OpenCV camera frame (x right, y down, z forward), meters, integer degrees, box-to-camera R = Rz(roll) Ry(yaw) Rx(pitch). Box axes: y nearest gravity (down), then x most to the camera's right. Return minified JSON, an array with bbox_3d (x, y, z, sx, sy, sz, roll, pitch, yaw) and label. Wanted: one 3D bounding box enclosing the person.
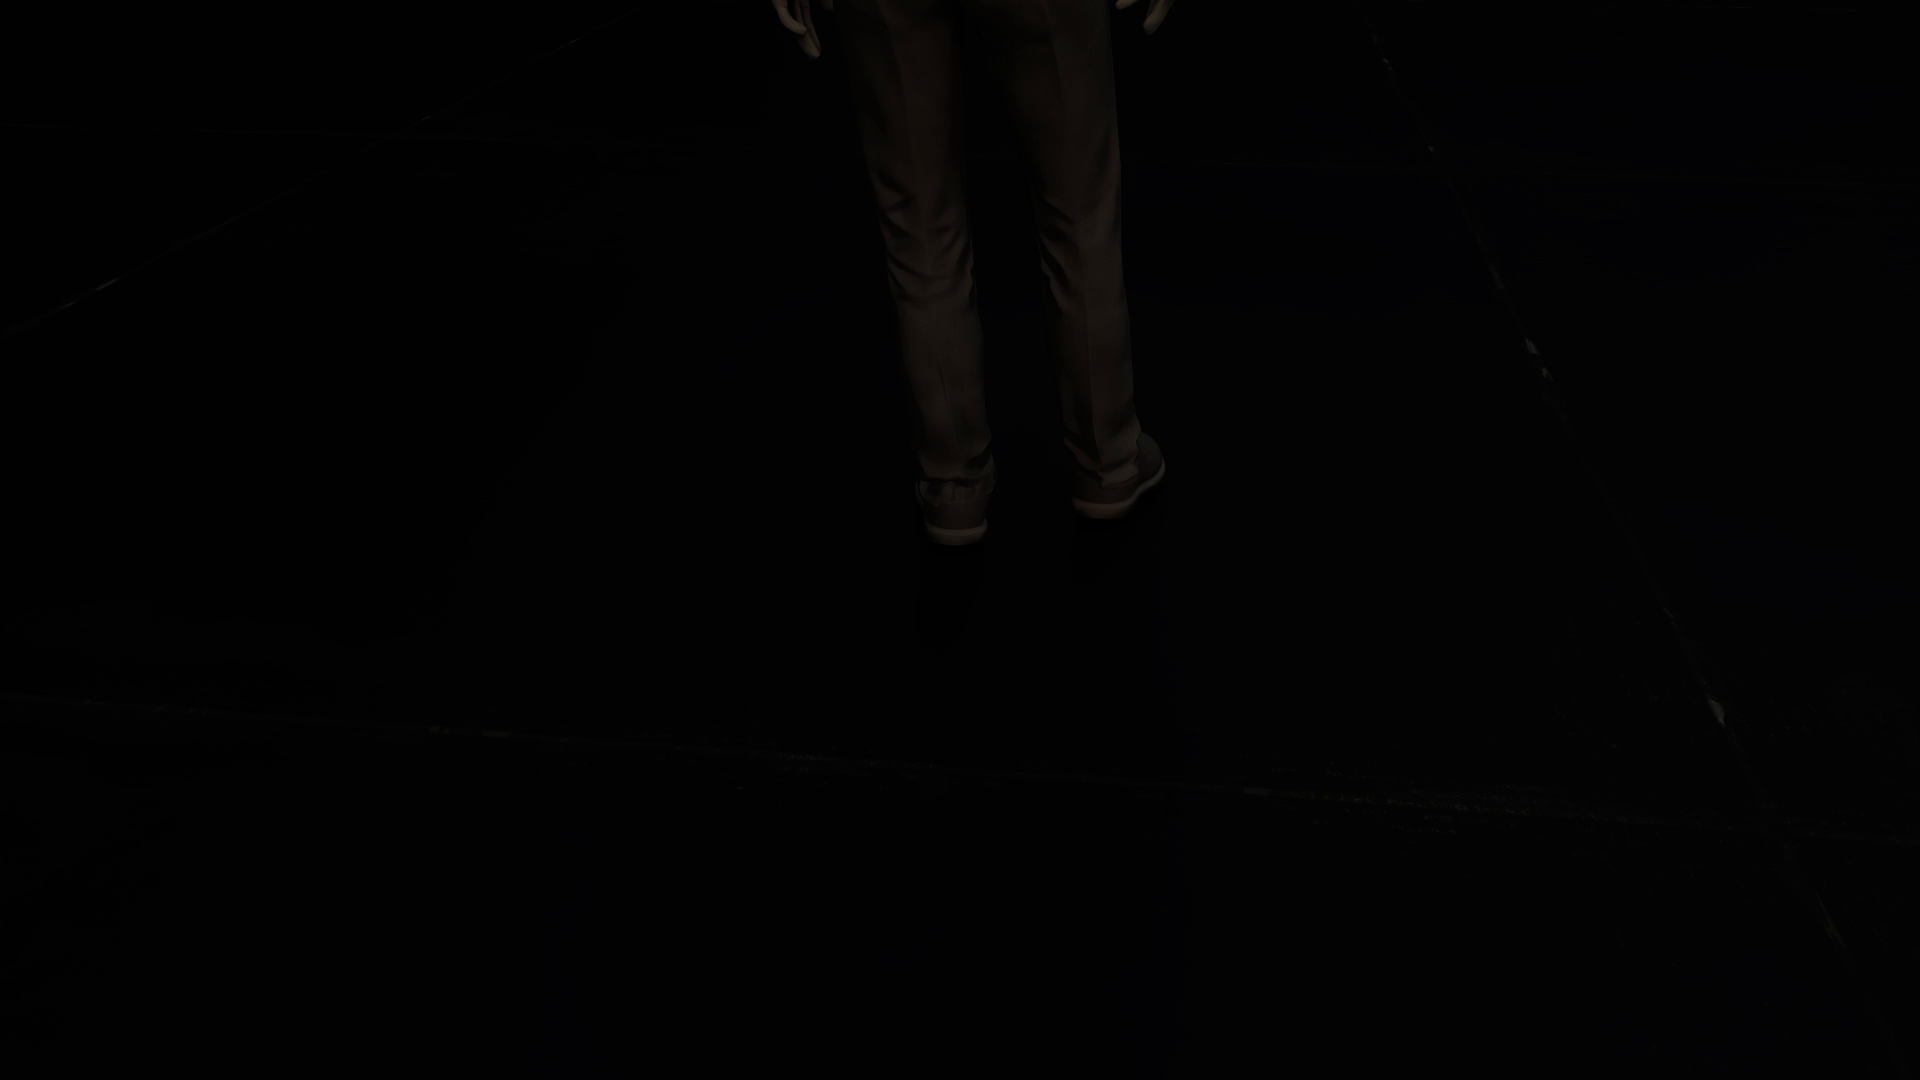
[{"bbox_3d":[0.016,-0.795,2.179,0.586,1.694,0.530,3,27,7],"label":"person"}]
